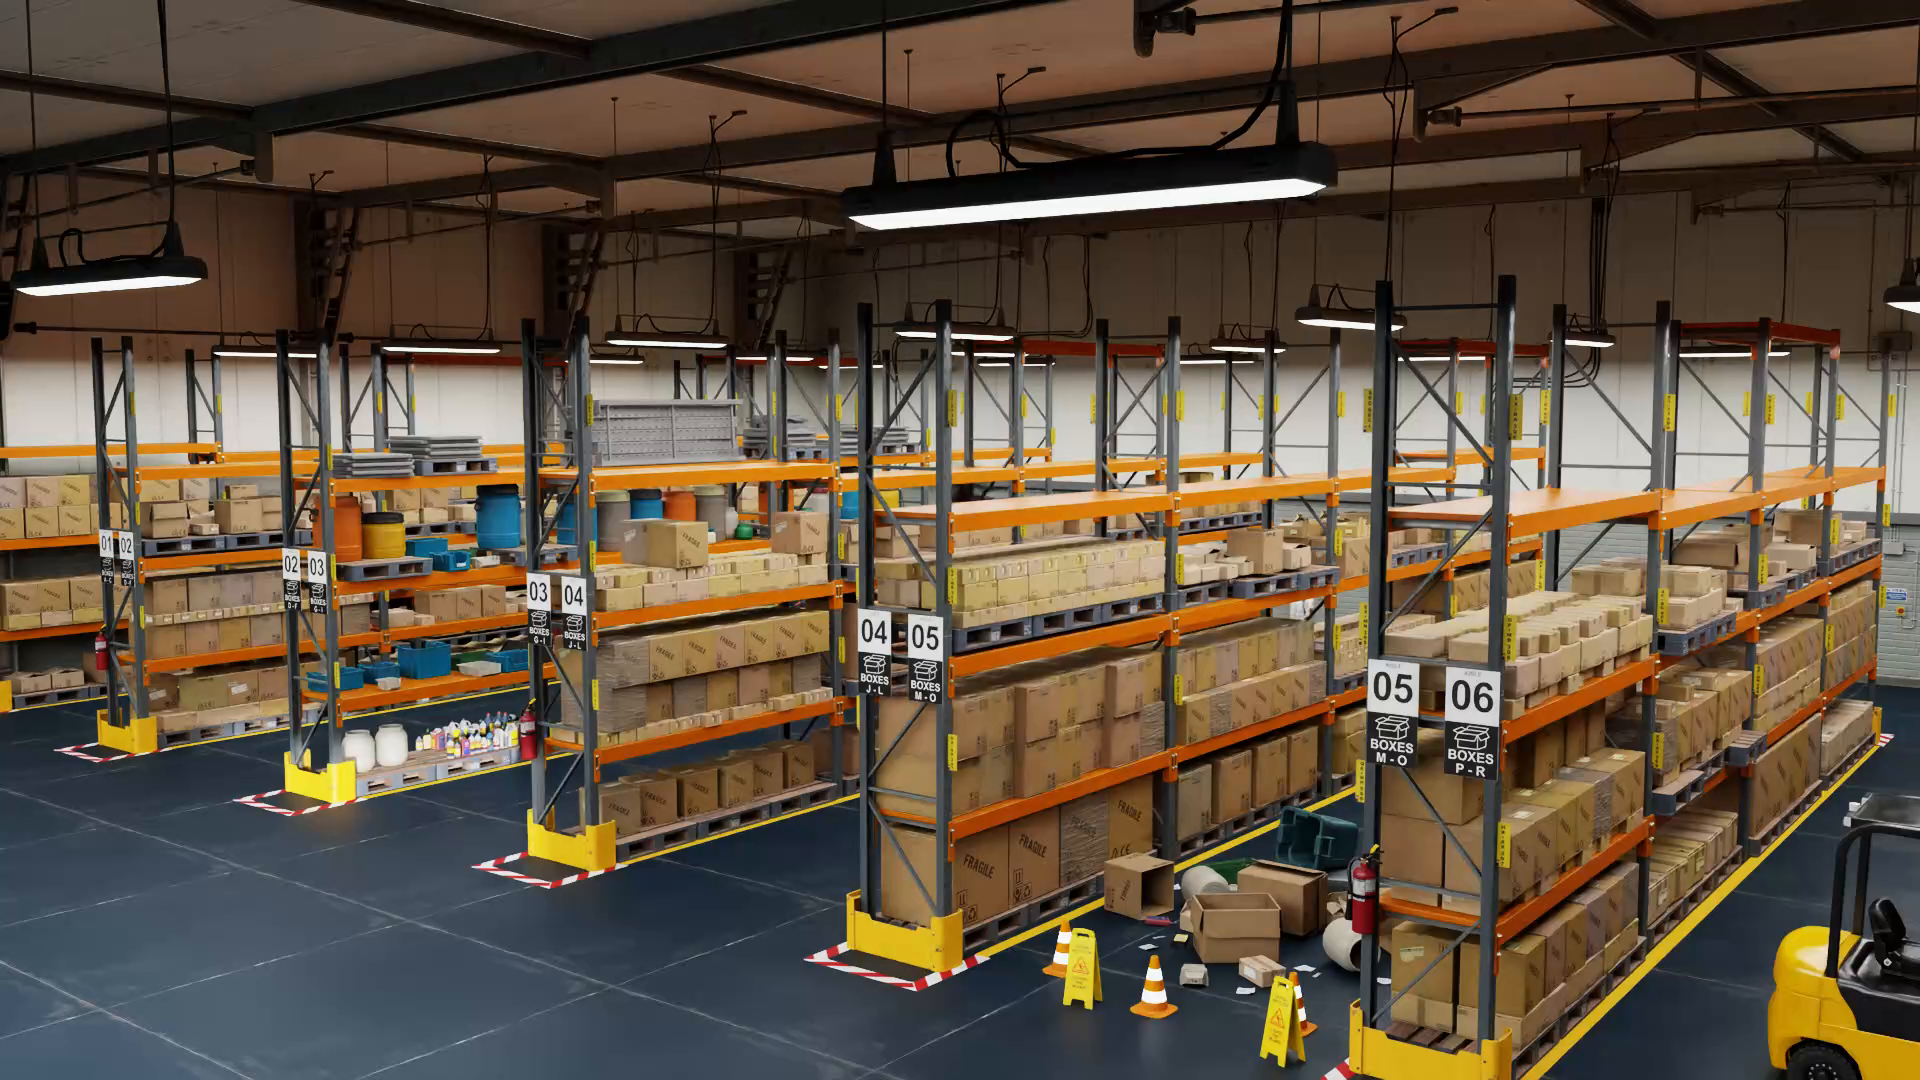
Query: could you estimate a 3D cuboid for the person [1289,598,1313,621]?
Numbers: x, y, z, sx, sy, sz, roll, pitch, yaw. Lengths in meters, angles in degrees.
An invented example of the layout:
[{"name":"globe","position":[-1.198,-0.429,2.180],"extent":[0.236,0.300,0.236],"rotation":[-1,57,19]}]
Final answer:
[{"name":"person","position":[6.434,1.603,31.582],"extent":[0.402,1.695,0.566],"rotation":[-3,6,-34]}]
